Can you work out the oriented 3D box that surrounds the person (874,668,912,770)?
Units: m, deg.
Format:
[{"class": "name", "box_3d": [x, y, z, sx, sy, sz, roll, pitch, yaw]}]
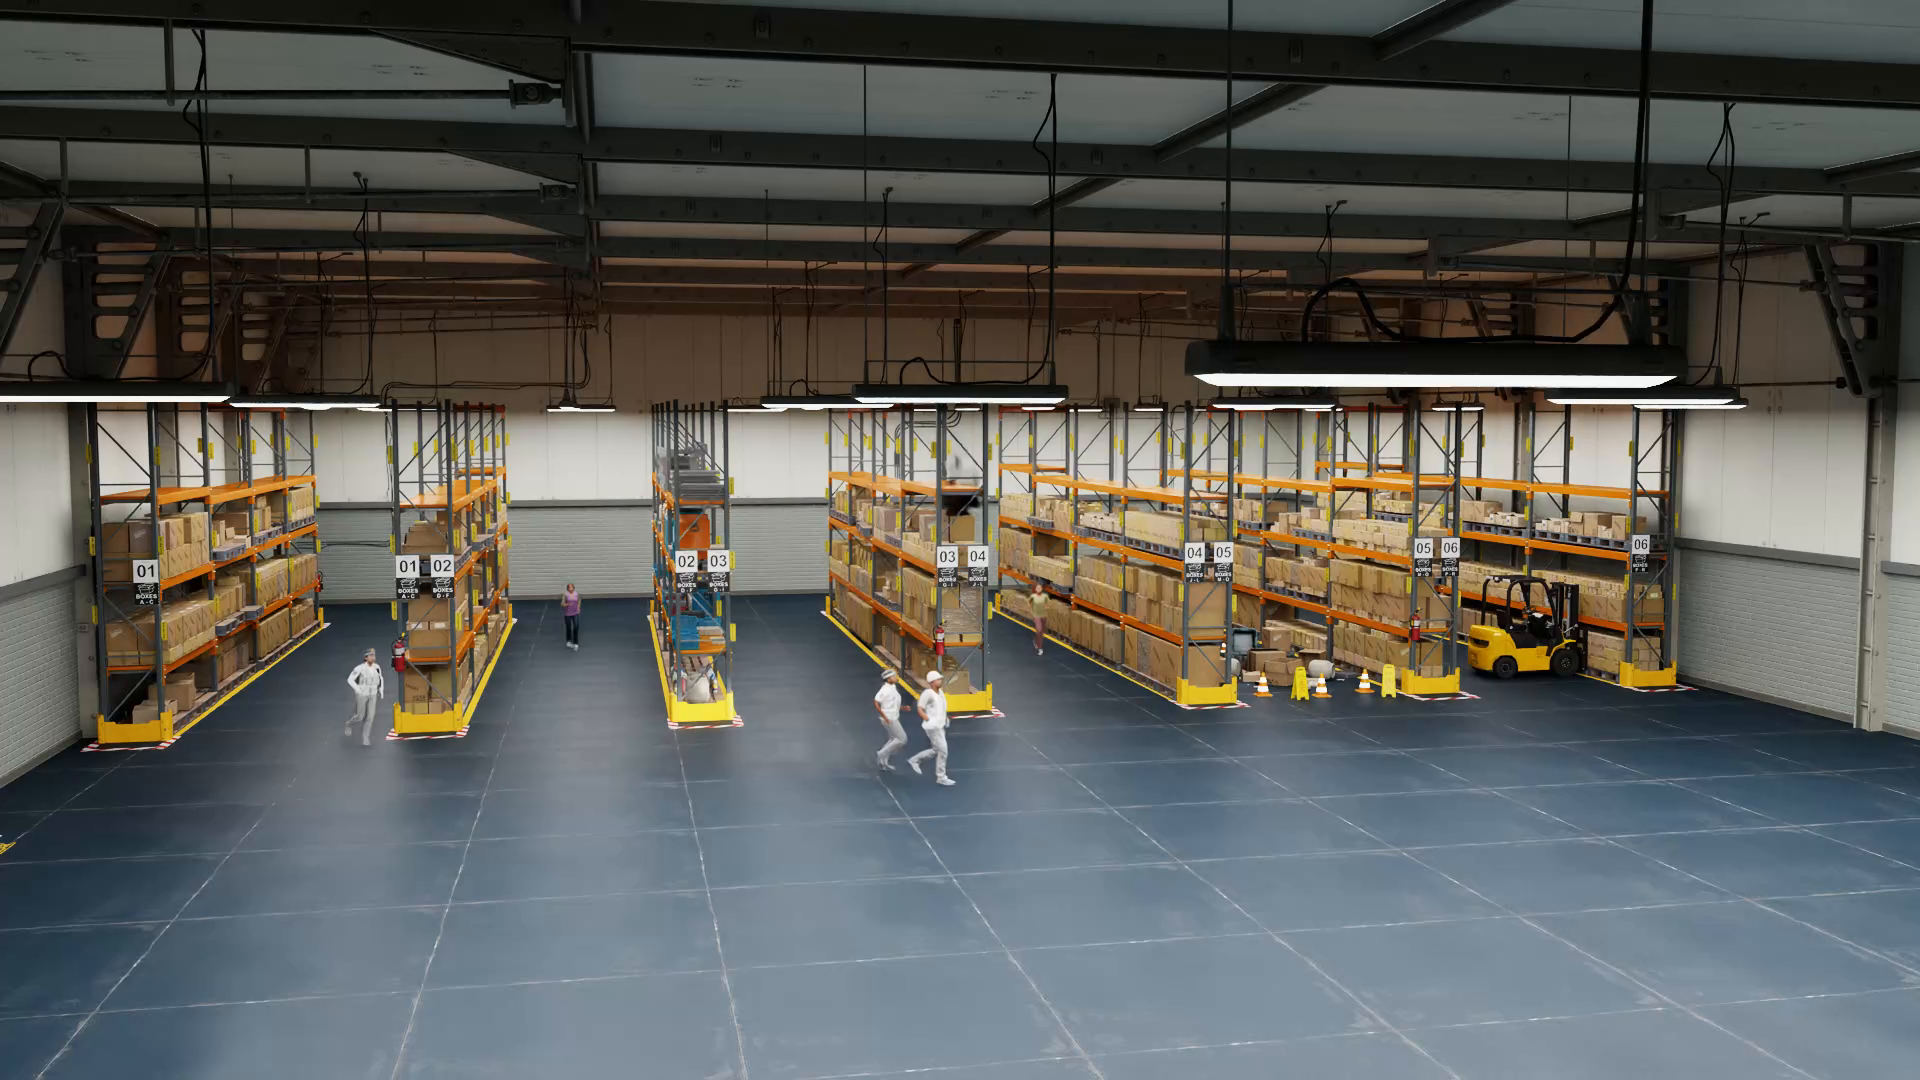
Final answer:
[{"class": "person", "box_3d": [-1.065, 2.875, 26.702, 0.576, 1.659, 0.560, 1, 4, 9]}]

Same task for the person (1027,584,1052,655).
[{"class": "person", "box_3d": [1.924, 1.877, 40.002, 0.564, 1.680, 0.891, -1, 4, -9]}]

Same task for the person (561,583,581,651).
[{"class": "person", "box_3d": [-9.477, 1.855, 40.554, 0.516, 1.631, 0.702, -2, 5, -22]}]

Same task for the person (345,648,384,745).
[{"class": "person", "box_3d": [-10.350, 2.710, 29.084, 0.782, 1.642, 0.674, 4, 6, 44]}]

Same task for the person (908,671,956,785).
[{"class": "person", "box_3d": [-0.425, 2.908, 25.817, 0.762, 1.769, 0.692, 1, 5, 18]}]
